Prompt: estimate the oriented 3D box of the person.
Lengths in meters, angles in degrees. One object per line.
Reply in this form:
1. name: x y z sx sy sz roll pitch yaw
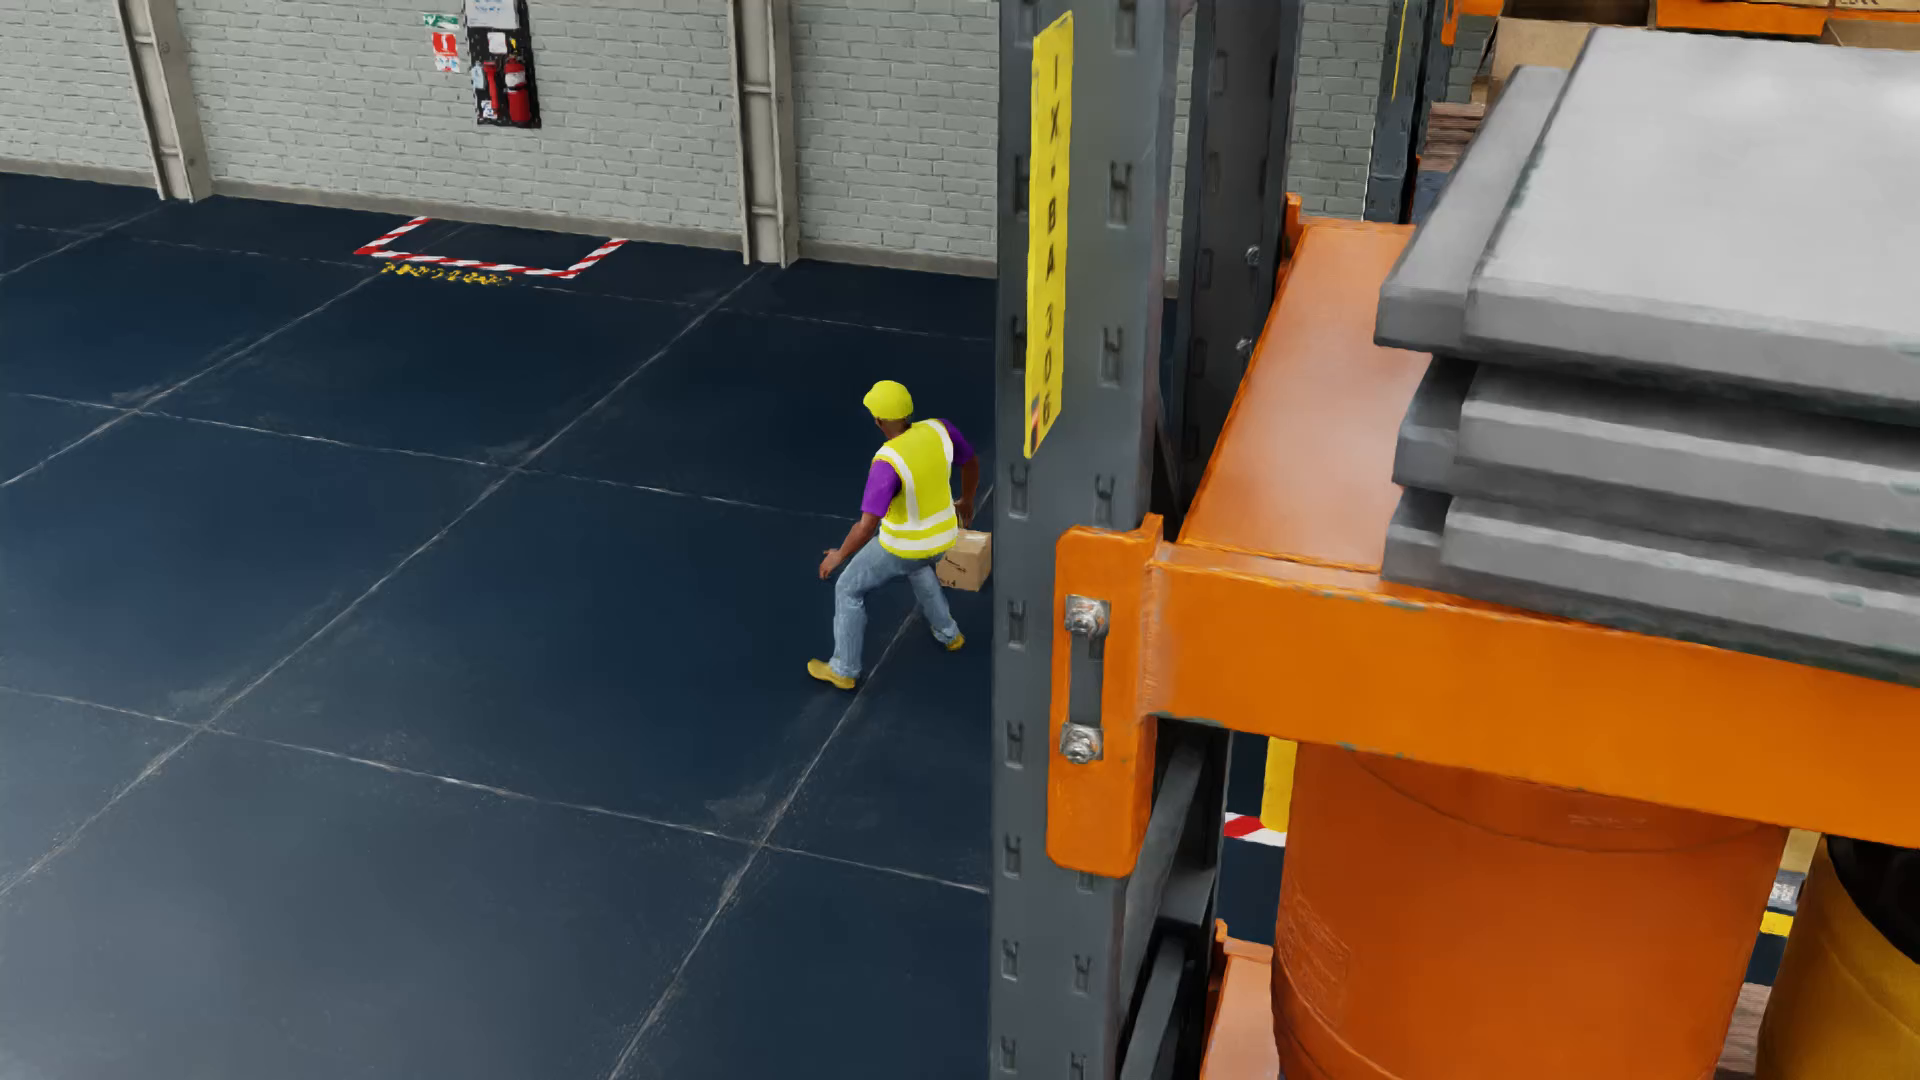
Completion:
1. person: -0.328 -0.060 8.383 0.894 1.613 0.536 -25 38 -37
